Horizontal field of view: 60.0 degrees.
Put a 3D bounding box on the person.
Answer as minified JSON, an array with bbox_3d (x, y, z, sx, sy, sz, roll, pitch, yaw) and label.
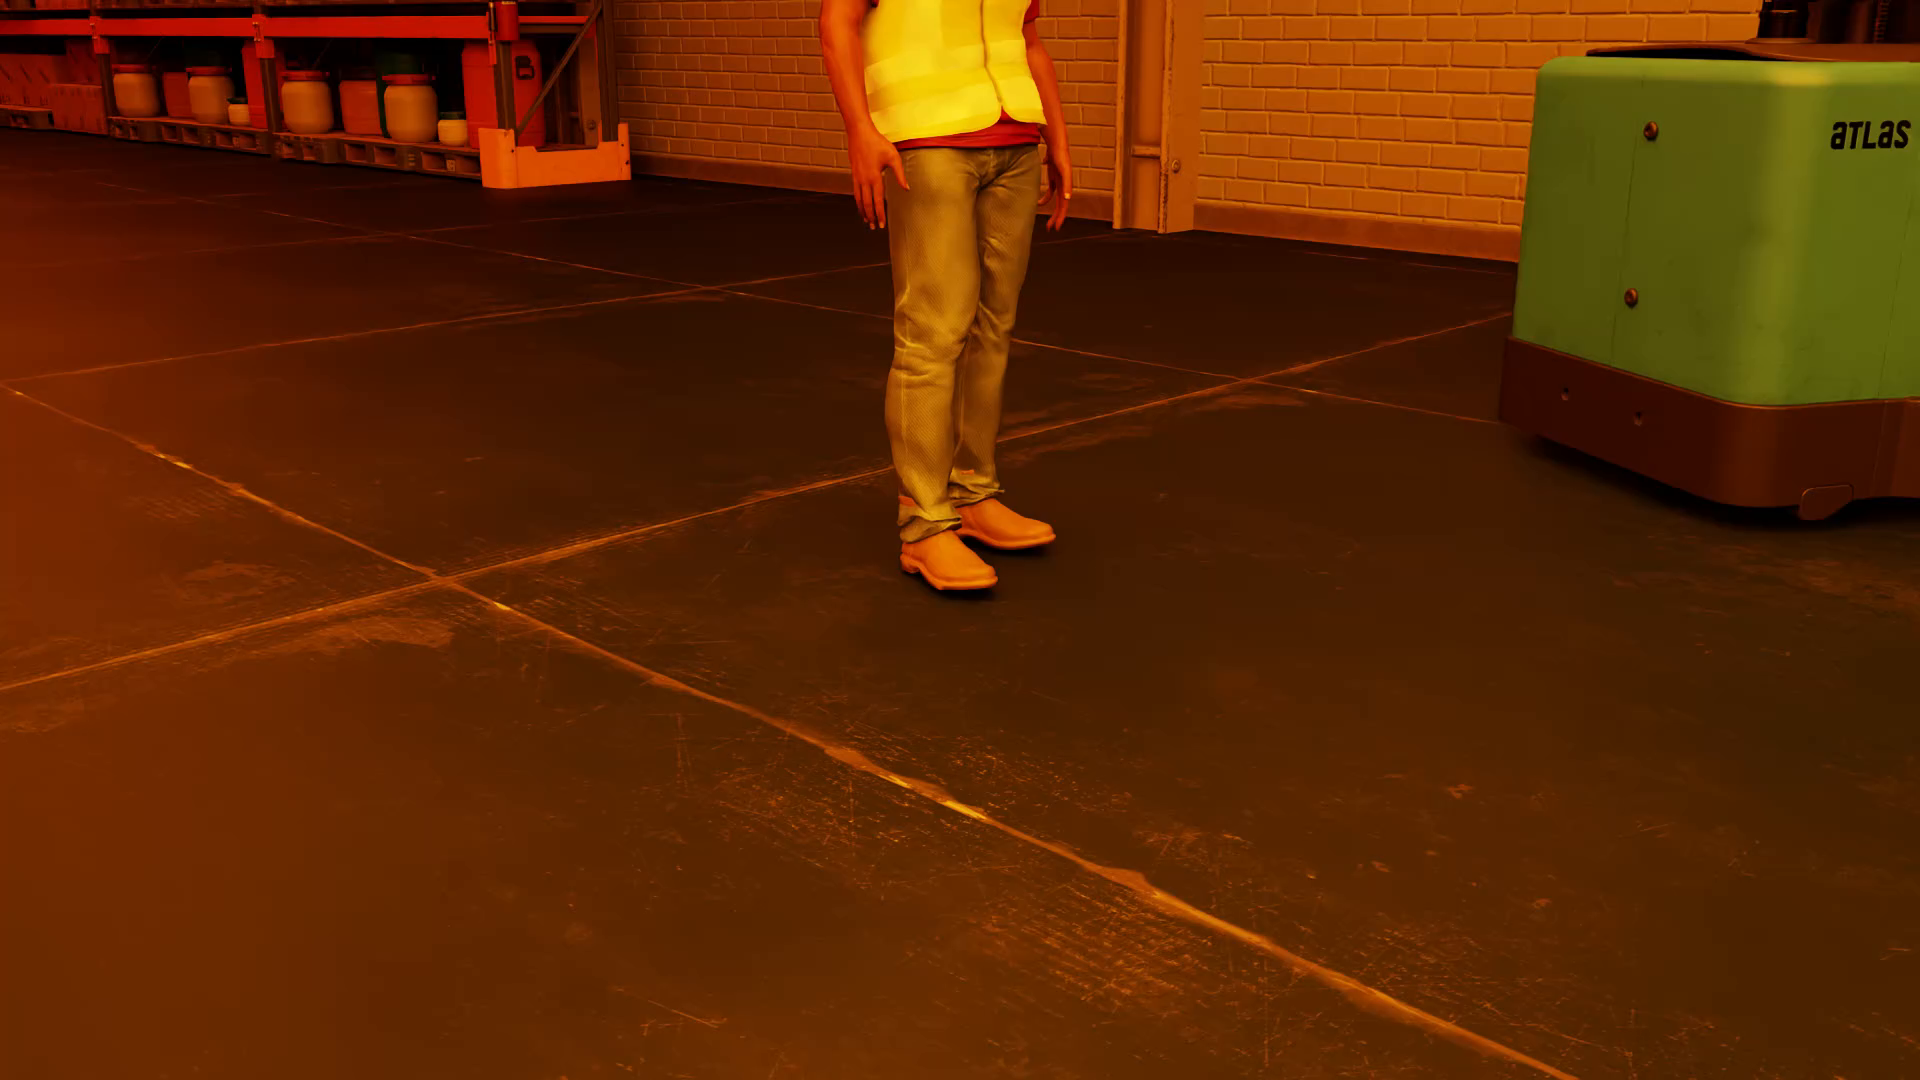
[{"bbox_3d":[0.045,-0.835,3.582,0.577,1.765,0.666,16,23,42],"label":"person"}]

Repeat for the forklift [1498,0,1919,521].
[{"bbox_3d":[3.121,-1.668,4.332,3.031,2.935,1.130,-5,18,-15],"label":"forklift"}]
